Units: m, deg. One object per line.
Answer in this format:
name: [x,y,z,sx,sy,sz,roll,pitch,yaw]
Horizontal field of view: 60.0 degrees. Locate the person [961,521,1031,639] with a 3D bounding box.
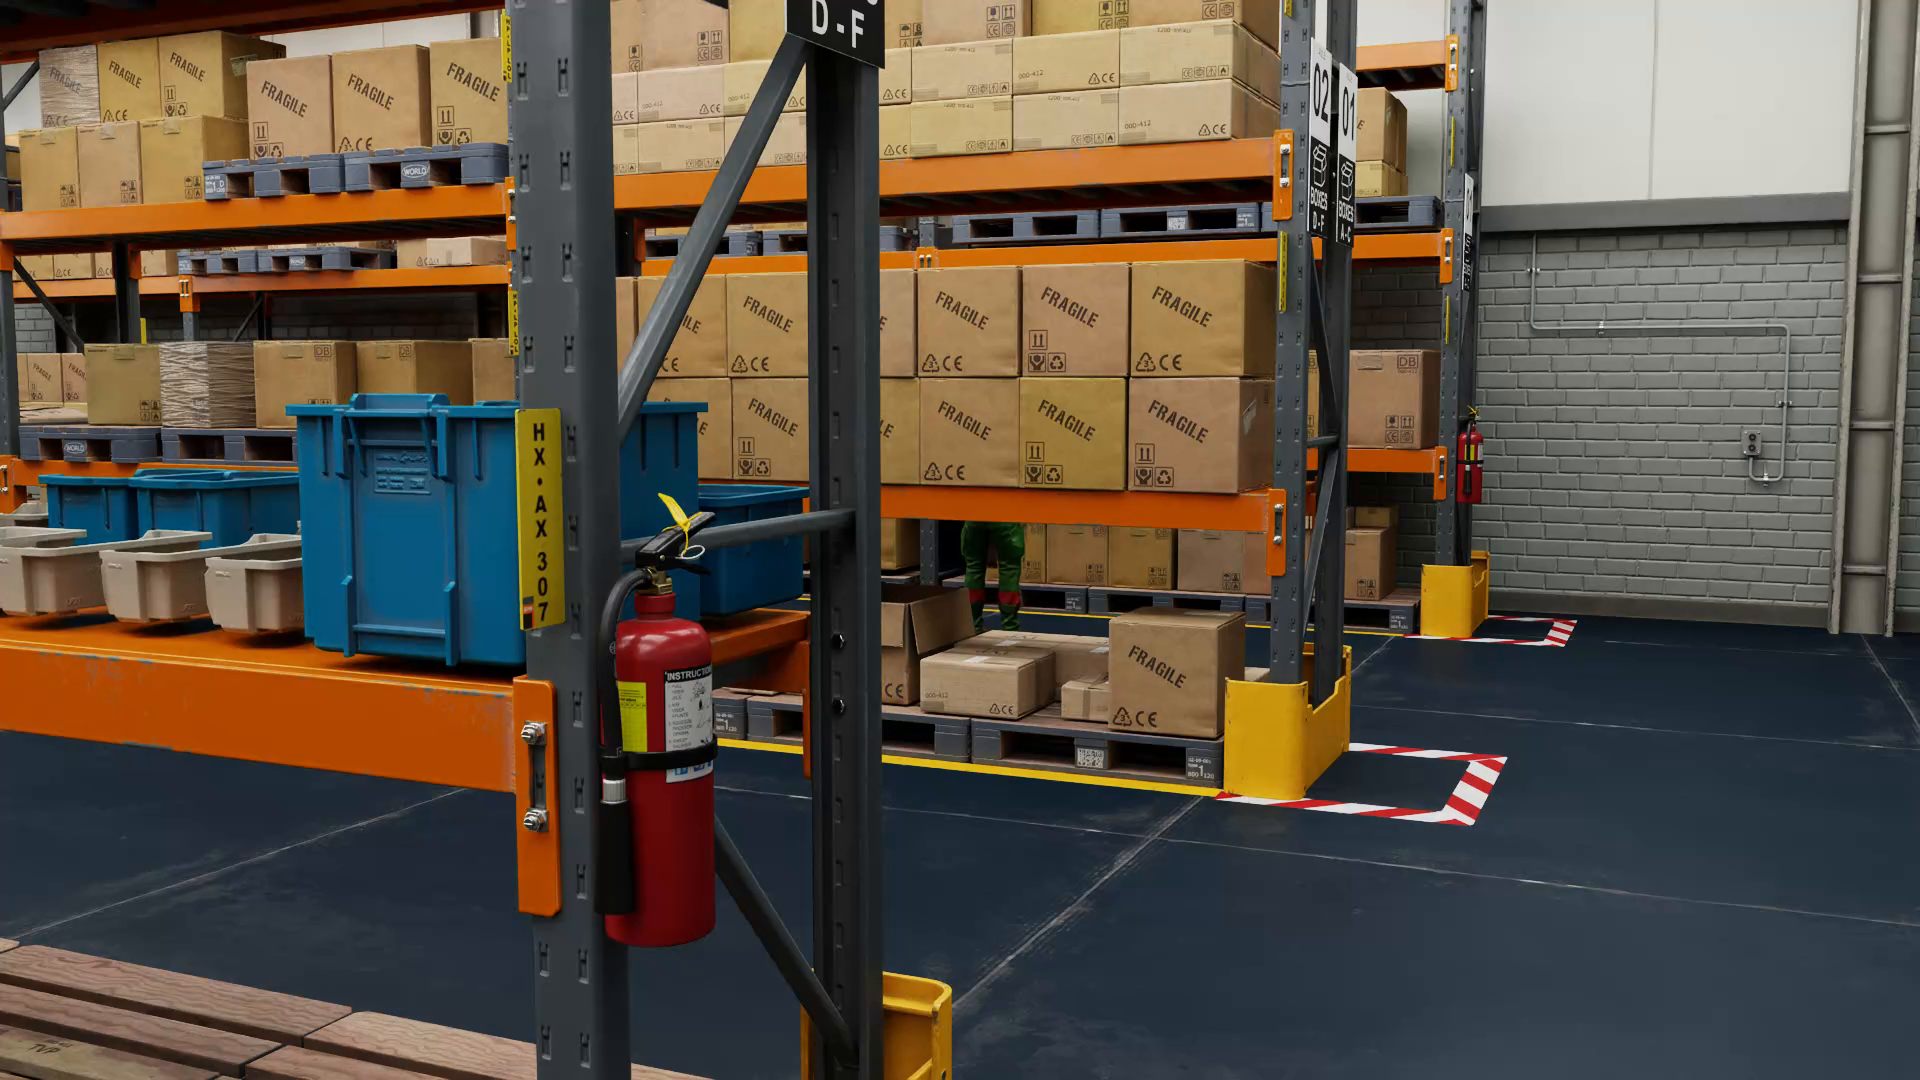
person: [0.205,-0.189,11.332,0.547,1.787,0.404,2,6,22]
